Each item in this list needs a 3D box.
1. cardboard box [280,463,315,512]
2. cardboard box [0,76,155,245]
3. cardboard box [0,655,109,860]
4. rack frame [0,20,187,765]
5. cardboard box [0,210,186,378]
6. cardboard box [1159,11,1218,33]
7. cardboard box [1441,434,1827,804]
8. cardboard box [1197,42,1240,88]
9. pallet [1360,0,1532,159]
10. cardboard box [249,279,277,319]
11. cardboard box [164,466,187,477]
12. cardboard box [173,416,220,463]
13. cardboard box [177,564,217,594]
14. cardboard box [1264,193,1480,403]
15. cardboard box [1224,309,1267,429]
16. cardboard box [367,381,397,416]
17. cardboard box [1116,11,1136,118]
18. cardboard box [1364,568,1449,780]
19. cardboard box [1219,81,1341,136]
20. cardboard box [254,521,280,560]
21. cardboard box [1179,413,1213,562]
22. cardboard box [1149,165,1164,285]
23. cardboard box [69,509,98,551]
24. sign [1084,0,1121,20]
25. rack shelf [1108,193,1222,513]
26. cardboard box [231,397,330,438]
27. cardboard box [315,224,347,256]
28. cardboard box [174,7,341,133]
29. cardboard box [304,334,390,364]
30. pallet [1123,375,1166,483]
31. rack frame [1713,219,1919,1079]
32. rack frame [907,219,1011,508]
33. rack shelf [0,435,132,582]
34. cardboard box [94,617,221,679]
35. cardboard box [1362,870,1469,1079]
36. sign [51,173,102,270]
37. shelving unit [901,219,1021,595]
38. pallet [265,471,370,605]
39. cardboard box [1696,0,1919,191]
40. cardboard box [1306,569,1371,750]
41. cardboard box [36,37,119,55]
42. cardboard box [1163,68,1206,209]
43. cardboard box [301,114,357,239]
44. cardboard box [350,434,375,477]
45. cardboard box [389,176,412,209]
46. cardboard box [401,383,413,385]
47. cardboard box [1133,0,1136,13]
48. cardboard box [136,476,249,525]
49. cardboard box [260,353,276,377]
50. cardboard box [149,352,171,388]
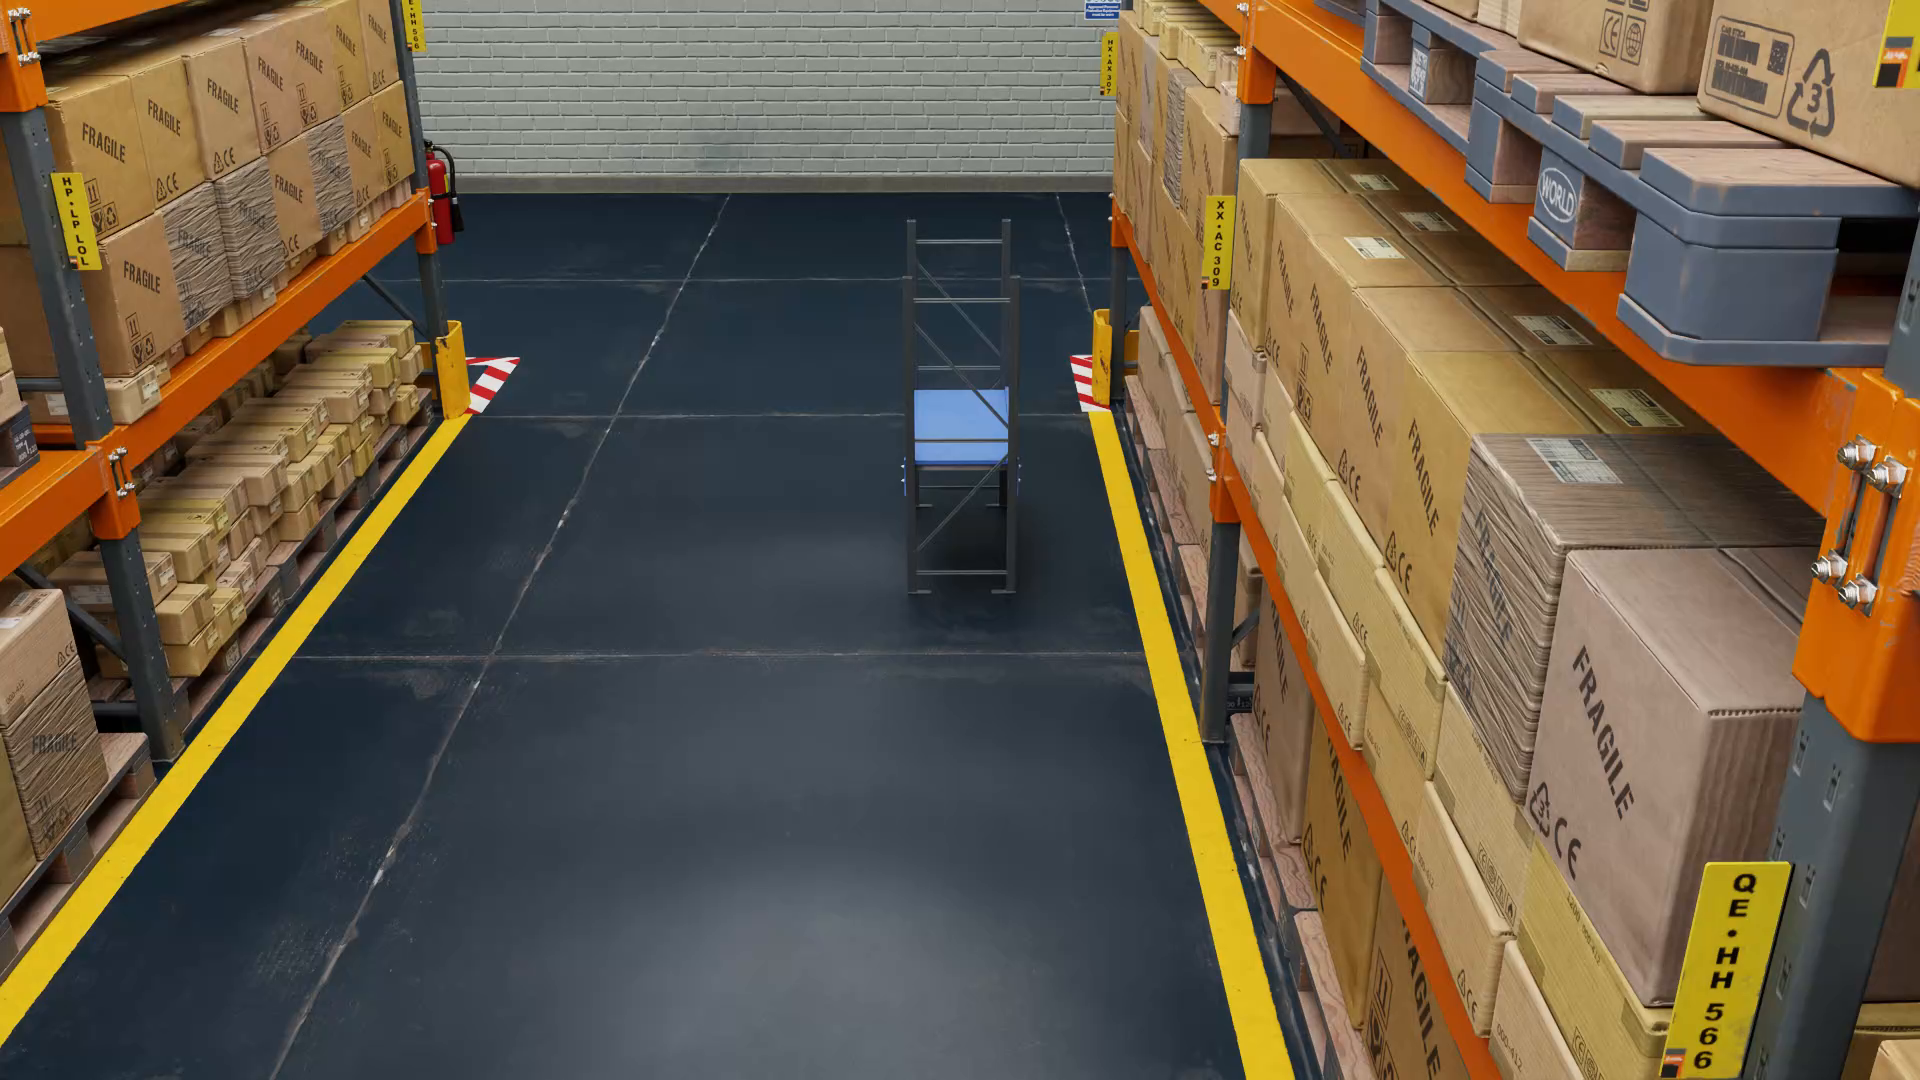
[{"bbox_3d":[-3.239,-0.242,7.735,0.380,0.149,0.250,0,24,-1],"label":"cardboard box"},{"bbox_3d":[-3.266,-1.354,5.908,0.500,0.500,0.500,0,24,1],"label":"cardboard box"},{"bbox_3d":[-3.245,0.721,5.540,0.500,0.500,0.500,-1,24,-2],"label":"cardboard box"},{"bbox_3d":[-3.505,-0.530,5.783,1.000,3.000,0.127,0,24,-1],"label":"rack frame"},{"bbox_3d":[-3.258,-0.917,6.155,0.500,0.500,0.500,-1,24,-2],"label":"cardboard box"},{"bbox_3d":[1.127,-2.357,7.700,0.380,0.149,0.250,0,24,0],"label":"cardboard box"},{"bbox_3d":[1.206,0.130,2.989,0.500,0.500,0.500,0,24,0],"label":"cardboard box"},{"bbox_3d":[1.175,-1.936,6.768,0.380,0.149,0.250,0,24,-1],"label":"cardboard box"},{"bbox_3d":[1.412,-0.953,3.305,1.003,0.211,1.213,1,24,2],"label":"pallet"},{"bbox_3d":[-3.244,-1.077,7.295,0.380,0.149,0.250,1,24,2],"label":"cardboard box"},{"bbox_3d":[-3.772,-0.228,7.702,0.380,0.149,0.250,-1,24,-3],"label":"cardboard box"},{"bbox_3d":[-3.750,-0.479,7.898,0.380,0.149,0.250,0,24,0],"label":"cardboard box"},{"bbox_3d":[-3.281,0.187,6.786,0.380,0.149,0.250,0,24,0],"label":"cardboard box"},{"bbox_3d":[1.194,-0.703,4.830,0.500,0.500,0.500,0,24,-1],"label":"cardboard box"},{"bbox_3d":[1.167,-0.571,5.448,0.500,0.250,0.500,-1,24,-2],"label":"cardboard box"},{"bbox_3d":[-3.250,-0.776,8.915,0.380,0.149,0.250,-1,24,-3],"label":"cardboard box"},{"bbox_3d":[1.120,-2.545,8.902,0.500,0.500,0.500,-1,24,-2],"label":"cardboard box"},{"bbox_3d":[1.193,0.274,3.580,0.500,0.250,0.500,-1,24,-2],"label":"cardboard box"},{"bbox_3d":[1.122,-1.516,5.841,0.380,0.149,0.250,-1,24,-2],"label":"cardboard box"},{"bbox_3d":[-3.336,-0.001,7.563,0.380,0.149,0.250,-1,24,-3],"label":"cardboard box"},{"bbox_3d":[1.534,-0.246,7.754,0.875,0.438,0.875,-1,24,-2],"label":"cardboard box"},{"bbox_3d":[1.161,-1.465,7.727,0.500,0.500,0.500,1,24,1],"label":"cardboard box"},{"bbox_3d":[-3.821,-0.047,6.942,0.380,0.149,0.250,0,24,-1],"label":"cardboard box"},{"bbox_3d":[1.266,-4.714,14.705,0.327,0.218,0.001,0,24,-1],"label":"sign"},{"bbox_3d":[1.422,-1.091,7.895,1.077,0.370,4.000,0,24,-1],"label":"rack shelf"},{"bbox_3d":[-3.324,-0.589,8.140,0.380,0.149,0.250,-1,24,-2],"label":"cardboard box"},{"bbox_3d":[-3.280,-1.512,8.257,0.380,0.149,0.250,-1,24,-3],"label":"cardboard box"},{"bbox_3d":[-3.275,-2.205,7.790,0.500,0.500,0.500,1,24,2],"label":"cardboard box"},{"bbox_3d":[-3.344,-1.021,9.096,0.380,0.149,0.250,0,24,0],"label":"cardboard box"},{"bbox_3d":[1.487,-0.643,9.415,1.003,0.211,1.213,0,24,-1],"label":"pallet"},{"bbox_3d":[1.487,1.054,2.280,1.000,3.000,0.127,0,24,-1],"label":"rack frame"},{"bbox_3d":[-0.005,-0.858,8.326,0.500,1.500,0.032,0,24,-1],"label":"rack frame"},{"bbox_3d":[-3.483,0.621,4.109,1.077,0.370,4.000,0,24,-1],"label":"rack shelf"},{"bbox_3d":[-3.188,0.426,6.619,0.380,0.149,0.250,-1,24,-3],"label":"cardboard box"},{"bbox_3d":[1.557,1.178,4.074,0.875,0.875,0.875,0,24,0],"label":"cardboard box"},{"bbox_3d":[-2.950,-1.062,5.553,0.100,0.325,0.005,0,24,-1],"label":"sign"},{"bbox_3d":[0.001,-0.648,7.863,0.538,1.500,1.048,0,24,-1],"label":"shelving unit"},{"bbox_3d":[-3.564,-0.040,8.083,1.003,0.211,1.213,0,24,-1],"label":"pallet"},{"bbox_3d":[1.332,-0.706,1.896,0.797,0.503,0.637,-2,24,-4],"label":"cardboard box"},{"bbox_3d":[1.178,0.287,4.157,0.500,0.250,0.500,-1,24,-1],"label":"cardboard box"},{"bbox_3d":[-3.783,-1.784,6.858,0.500,0.500,0.500,0,24,1],"label":"cardboard box"},{"bbox_3d":[1.150,-1.707,7.051,0.500,0.500,0.500,0,24,0],"label":"cardboard box"},{"bbox_3d":[-3.271,-1.755,8.007,0.500,0.500,0.500,0,24,0],"label":"cardboard box"},{"bbox_3d":[-3.232,-0.434,8.519,0.380,0.149,0.250,-1,24,-3],"label":"cardboard box"},{"bbox_3d":[-3.262,-1.931,9.185,0.380,0.149,0.250,0,24,0],"label":"cardboard box"},{"bbox_3d":[-3.334,-0.855,9.451,0.380,0.149,0.250,0,24,0],"label":"cardboard box"},{"bbox_3d":[1.127,-2.892,8.882,0.380,0.149,0.250,0,24,1],"label":"cardboard box"},{"bbox_3d":[-3.323,-0.162,7.196,0.380,0.149,0.250,-1,24,-2],"label":"cardboard box"},{"bbox_3d":[-3.885,-0.907,8.844,0.380,0.149,0.250,0,24,-1],"label":"cardboard box"},{"bbox_3d":[-3.258,-0.640,6.331,0.380,0.149,0.250,0,24,1],"label":"cardboard box"}]
